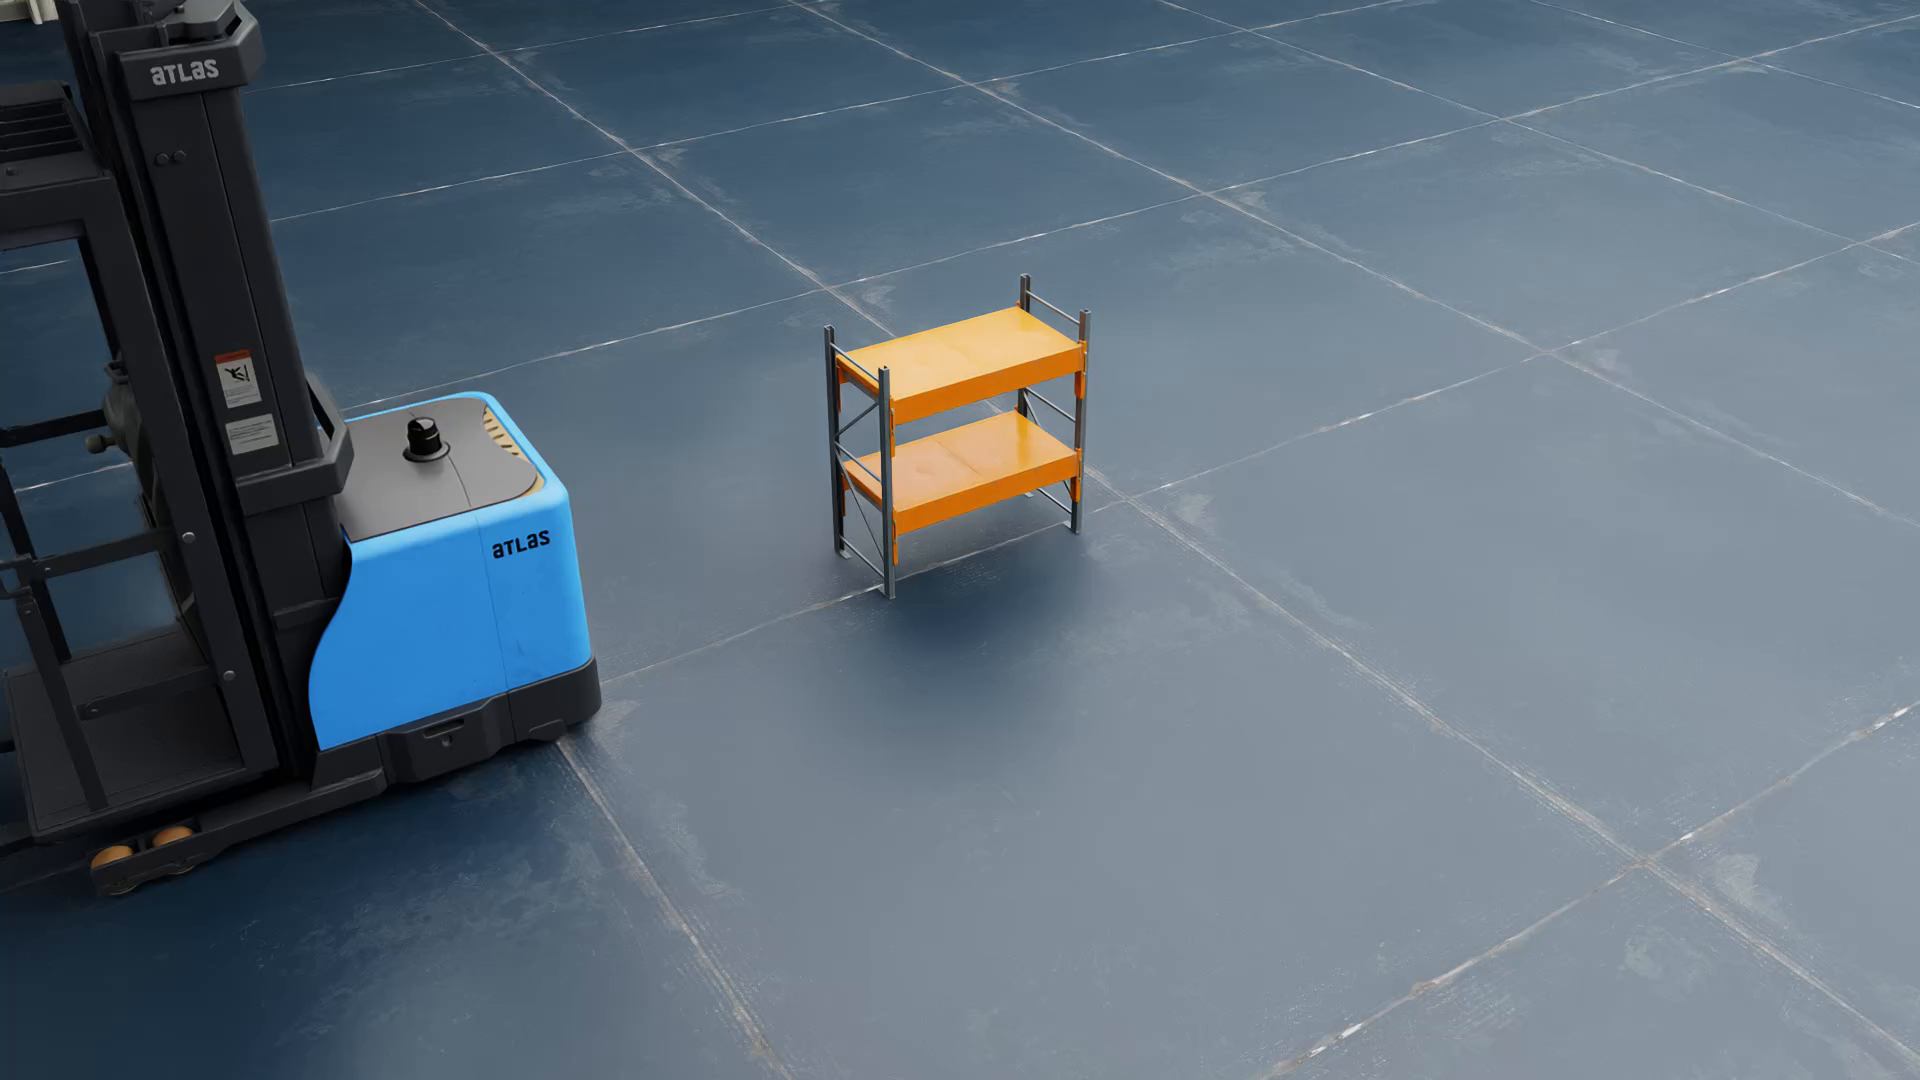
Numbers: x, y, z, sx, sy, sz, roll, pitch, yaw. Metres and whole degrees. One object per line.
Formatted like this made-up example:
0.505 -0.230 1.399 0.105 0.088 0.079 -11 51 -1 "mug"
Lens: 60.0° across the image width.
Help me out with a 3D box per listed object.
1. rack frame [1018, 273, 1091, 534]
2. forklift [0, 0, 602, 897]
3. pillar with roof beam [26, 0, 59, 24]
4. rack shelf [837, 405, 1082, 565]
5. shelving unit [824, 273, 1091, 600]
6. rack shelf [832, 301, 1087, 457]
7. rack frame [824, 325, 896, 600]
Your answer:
0.422 -0.621 7.680 0.032 1.125 0.500 -19 37 -27 "rack frame"
-2.946 -0.328 5.523 3.031 2.935 1.130 -18 36 -26 "forklift"
-6.056 -6.726 9.978 0.400 9.000 9.100 -19 37 -27 "pillar with roof beam"
-0.006 -0.267 7.577 1.000 0.278 0.538 -19 37 -27 "rack shelf"
-0.006 -0.474 7.447 1.048 1.125 0.538 -19 37 -27 "shelving unit"
-0.006 -0.721 7.291 1.000 0.278 0.538 -19 37 -27 "rack shelf"
-0.433 -0.327 7.214 0.032 1.125 0.500 -19 37 -27 "rack frame"
